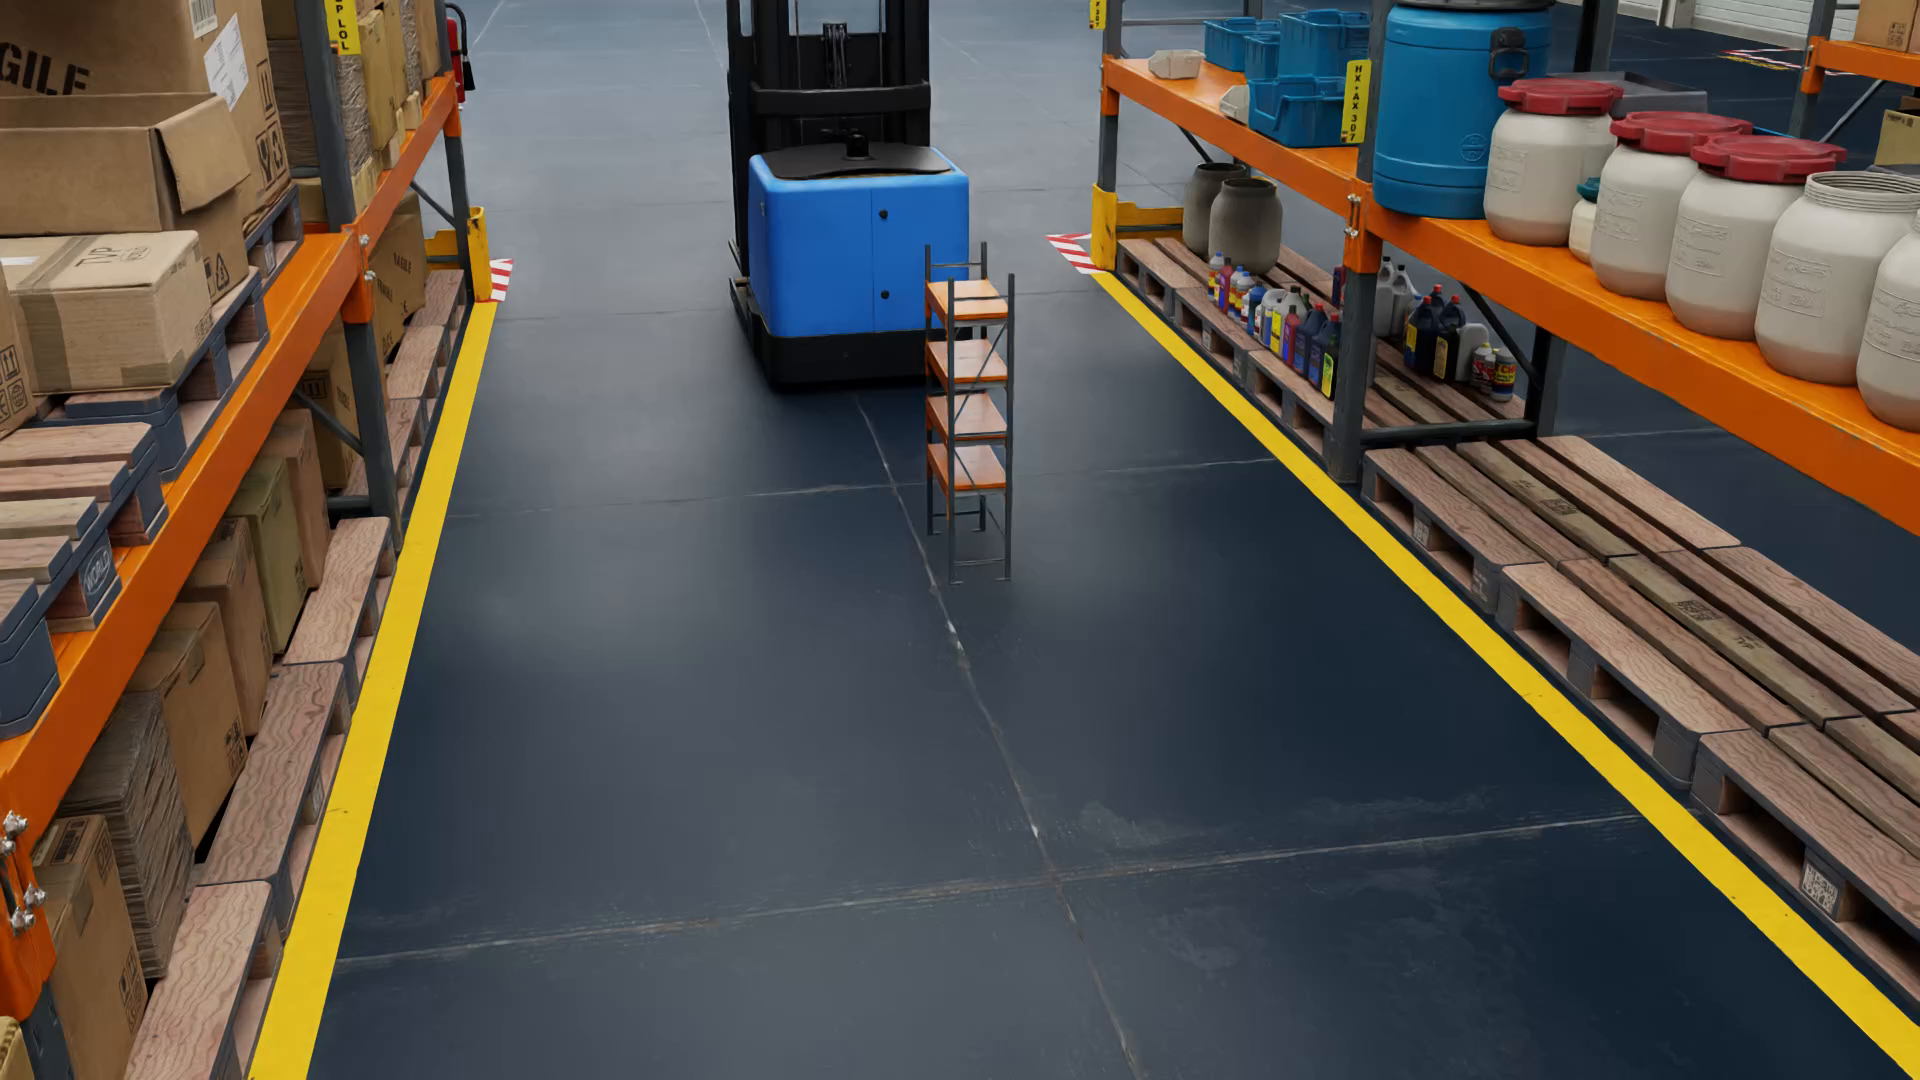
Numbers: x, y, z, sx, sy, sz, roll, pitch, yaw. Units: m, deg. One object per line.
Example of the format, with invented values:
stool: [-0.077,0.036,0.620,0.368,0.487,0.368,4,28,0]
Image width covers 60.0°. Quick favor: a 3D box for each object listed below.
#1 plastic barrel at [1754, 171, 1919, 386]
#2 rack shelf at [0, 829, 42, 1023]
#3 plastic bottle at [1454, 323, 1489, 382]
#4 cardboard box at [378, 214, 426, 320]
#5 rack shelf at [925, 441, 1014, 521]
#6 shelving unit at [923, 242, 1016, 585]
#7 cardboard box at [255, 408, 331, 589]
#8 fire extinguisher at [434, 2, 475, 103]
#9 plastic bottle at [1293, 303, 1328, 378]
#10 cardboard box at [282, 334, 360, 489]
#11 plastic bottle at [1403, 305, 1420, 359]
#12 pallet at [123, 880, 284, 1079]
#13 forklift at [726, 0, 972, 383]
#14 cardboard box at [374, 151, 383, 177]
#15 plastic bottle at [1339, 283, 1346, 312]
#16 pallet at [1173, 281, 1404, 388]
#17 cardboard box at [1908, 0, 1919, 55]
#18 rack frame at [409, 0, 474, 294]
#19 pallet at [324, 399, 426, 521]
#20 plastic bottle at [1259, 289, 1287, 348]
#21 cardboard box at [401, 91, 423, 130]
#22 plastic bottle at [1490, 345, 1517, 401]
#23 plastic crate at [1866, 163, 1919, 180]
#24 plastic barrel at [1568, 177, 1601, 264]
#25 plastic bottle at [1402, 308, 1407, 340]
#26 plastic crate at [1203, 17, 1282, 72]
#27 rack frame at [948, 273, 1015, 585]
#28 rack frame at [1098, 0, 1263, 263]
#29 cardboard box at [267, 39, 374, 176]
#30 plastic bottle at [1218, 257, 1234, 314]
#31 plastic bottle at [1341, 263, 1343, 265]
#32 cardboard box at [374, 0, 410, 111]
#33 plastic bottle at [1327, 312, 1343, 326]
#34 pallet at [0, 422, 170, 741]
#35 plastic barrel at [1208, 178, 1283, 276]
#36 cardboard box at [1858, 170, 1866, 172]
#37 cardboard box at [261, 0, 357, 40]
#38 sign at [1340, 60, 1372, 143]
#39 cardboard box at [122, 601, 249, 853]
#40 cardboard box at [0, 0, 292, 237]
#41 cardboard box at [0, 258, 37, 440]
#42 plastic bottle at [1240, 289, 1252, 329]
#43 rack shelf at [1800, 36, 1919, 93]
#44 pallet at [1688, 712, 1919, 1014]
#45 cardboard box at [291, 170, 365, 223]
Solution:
plastic barrel: [2.399,-0.706,4.480,0.421,0.512,0.421,0,24,0]
rack shelf: [-1.621,1.382,0.736,1.077,0.370,4.000,-4,24,-10]
plastic bottle: [2.422,-0.910,7.940,0.152,0.276,0.135,-3,24,-8]
cardboard box: [-3.227,-1.448,8.917,0.500,0.500,0.500,2,24,4]
rack shelf: [0.031,-0.241,6.467,0.258,0.148,0.480,-4,24,-10]
shelving unit: [0.031,-0.485,6.361,0.258,1.200,0.503,-4,24,-10]
cardboard box: [-2.638,-0.120,5.851,0.700,0.500,0.500,-6,24,-14]
fire extinguisher: [-3.039,-2.924,9.795,0.296,0.674,0.183,-4,24,-10]
plastic bottle: [1.699,-0.969,7.981,0.144,0.351,0.185,-6,24,-12]
cardboard box: [-2.765,-0.515,6.779,0.500,0.500,0.500,-5,24,-11]
plastic bottle: [2.250,-1.022,8.200,0.097,0.271,0.097,0,24,0]
pallet: [-2.134,1.236,3.655,1.003,0.211,1.213,-4,24,-10]
forklift: [-0.763,-2.694,9.257,1.130,2.935,3.031,-5,24,-12]
cardboard box: [-2.637,-1.592,6.962,0.380,0.149,0.250,-4,24,-10]
plastic bottle: [2.094,-1.304,8.935,0.097,0.201,0.097,0,24,0]
pallet: [1.825,-1.144,9.106,1.003,0.211,1.213,-4,24,-10]
cardboard box: [6.442,-3.267,10.359,0.700,0.500,0.500,-4,24,-8]
rack frame: [-3.470,-2.881,9.598,1.000,3.000,0.127,-4,24,-10]
pallet: [-2.889,-0.291,7.153,1.003,0.211,1.213,-4,24,-10]
plastic bottle: [1.613,-1.126,8.434,0.152,0.276,0.135,-4,24,-9]
cardboard box: [-2.834,-2.087,8.094,0.380,0.149,0.250,-4,24,-10]
plastic bottle: [2.509,-0.783,7.654,0.097,0.271,0.097,0,24,0]
plastic crate: [2.879,-0.788,4.727,0.402,0.464,0.583,-4,24,-10]
plastic barrel: [2.231,-1.079,5.645,0.301,0.262,0.301,0,24,0]
plastic bottle: [2.331,-1.129,8.533,0.097,0.201,0.097,0,24,0]
plastic crate: [1.784,-3.004,10.067,0.499,0.251,0.616,-4,24,-10]
rack frame: [0.076,-0.389,6.141,0.240,1.200,0.015,-4,24,-10]
rack frame: [1.397,-3.247,10.437,1.000,3.000,0.127,-4,24,-10]
cardboard box: [-2.753,-1.671,6.332,0.875,0.500,0.500,-4,24,-10]
plastic bottle: [1.450,-1.377,9.000,0.061,0.283,0.133,-4,24,-9]
plastic bottle: [2.168,-1.477,9.330,0.097,0.201,0.097,0,24,0]
cardboard box: [-3.054,-2.259,7.679,0.875,0.500,0.500,-4,24,-10]
plastic bottle: [1.840,-0.956,8.044,0.152,0.276,0.135,-4,24,-10]
pallet: [-2.227,0.081,3.055,1.213,0.211,1.003,-4,24,-10]
plastic barrel: [1.687,-1.849,9.820,0.421,0.512,0.421,0,24,0]
cardboard box: [6.146,-2.317,11.219,0.500,0.250,0.500,-4,24,-10]
cardboard box: [-2.564,-2.144,6.164,0.500,0.500,0.500,-4,24,-10]
sign: [1.594,-1.764,6.696,0.100,0.325,0.005,-4,24,-10]
cardboard box: [-2.361,0.508,4.412,0.700,0.500,0.500,-2,24,-5]
cardboard box: [-2.721,-1.452,5.052,1.000,1.000,1.000,-4,24,-9]
cardboard box: [-2.332,-0.394,3.255,0.700,0.500,0.500,-1,24,-2]
plastic bottle: [1.527,-1.217,8.736,0.097,0.201,0.097,0,24,0]
rack shelf: [6.636,-2.496,9.616,1.077,0.370,4.000,-4,24,-10]
pallet: [2.772,0.870,4.495,1.003,0.211,1.213,-4,24,-10]
cardboard box: [-2.475,-1.299,6.291,0.380,0.149,0.250,-4,24,-10]
